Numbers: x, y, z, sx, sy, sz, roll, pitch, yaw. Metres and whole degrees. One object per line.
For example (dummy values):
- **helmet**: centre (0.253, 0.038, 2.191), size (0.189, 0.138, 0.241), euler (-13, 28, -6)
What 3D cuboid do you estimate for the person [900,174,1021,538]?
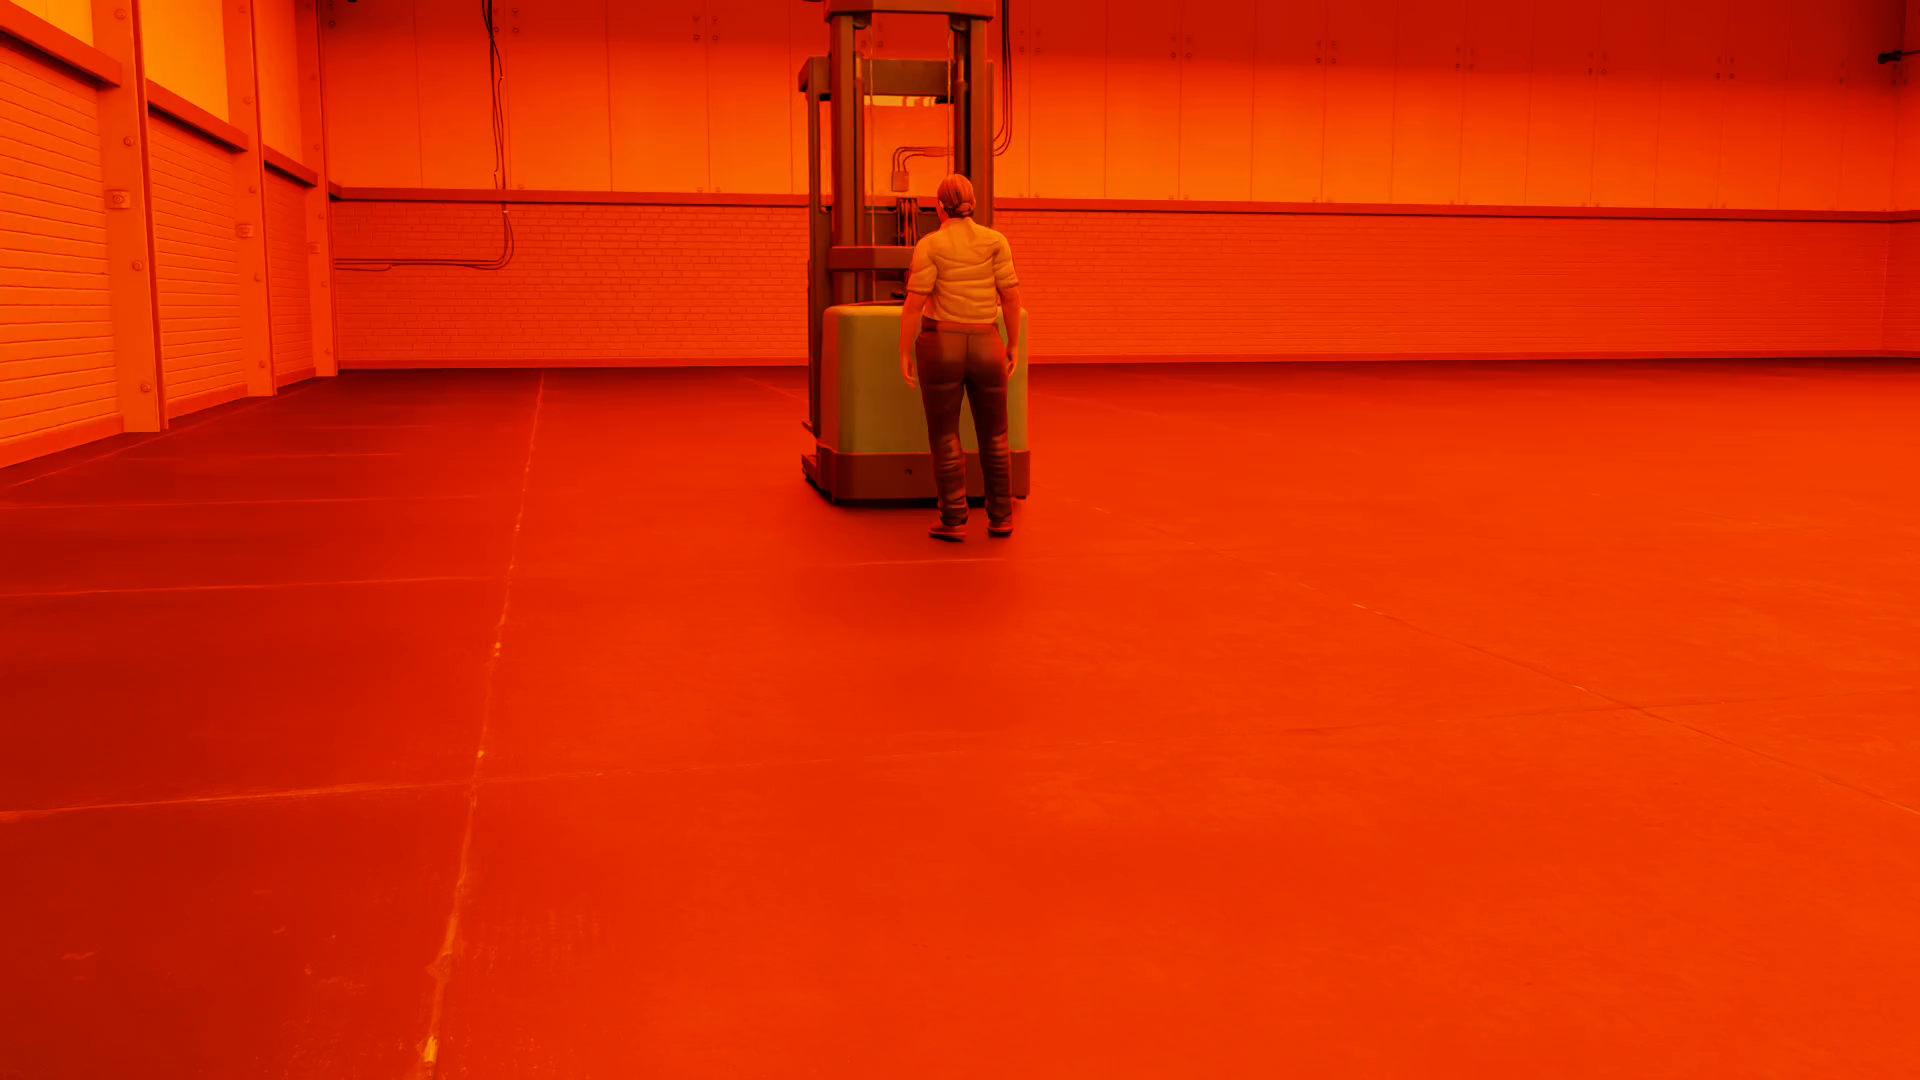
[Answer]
- **person**: centre (0.001, -0.837, 7.683), size (0.598, 1.651, 0.503), euler (-2, 8, -13)

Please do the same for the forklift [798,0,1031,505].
- **forklift**: centre (-0.387, -1.808, 10.051), size (1.130, 2.935, 3.031), euler (-1, 8, -10)
